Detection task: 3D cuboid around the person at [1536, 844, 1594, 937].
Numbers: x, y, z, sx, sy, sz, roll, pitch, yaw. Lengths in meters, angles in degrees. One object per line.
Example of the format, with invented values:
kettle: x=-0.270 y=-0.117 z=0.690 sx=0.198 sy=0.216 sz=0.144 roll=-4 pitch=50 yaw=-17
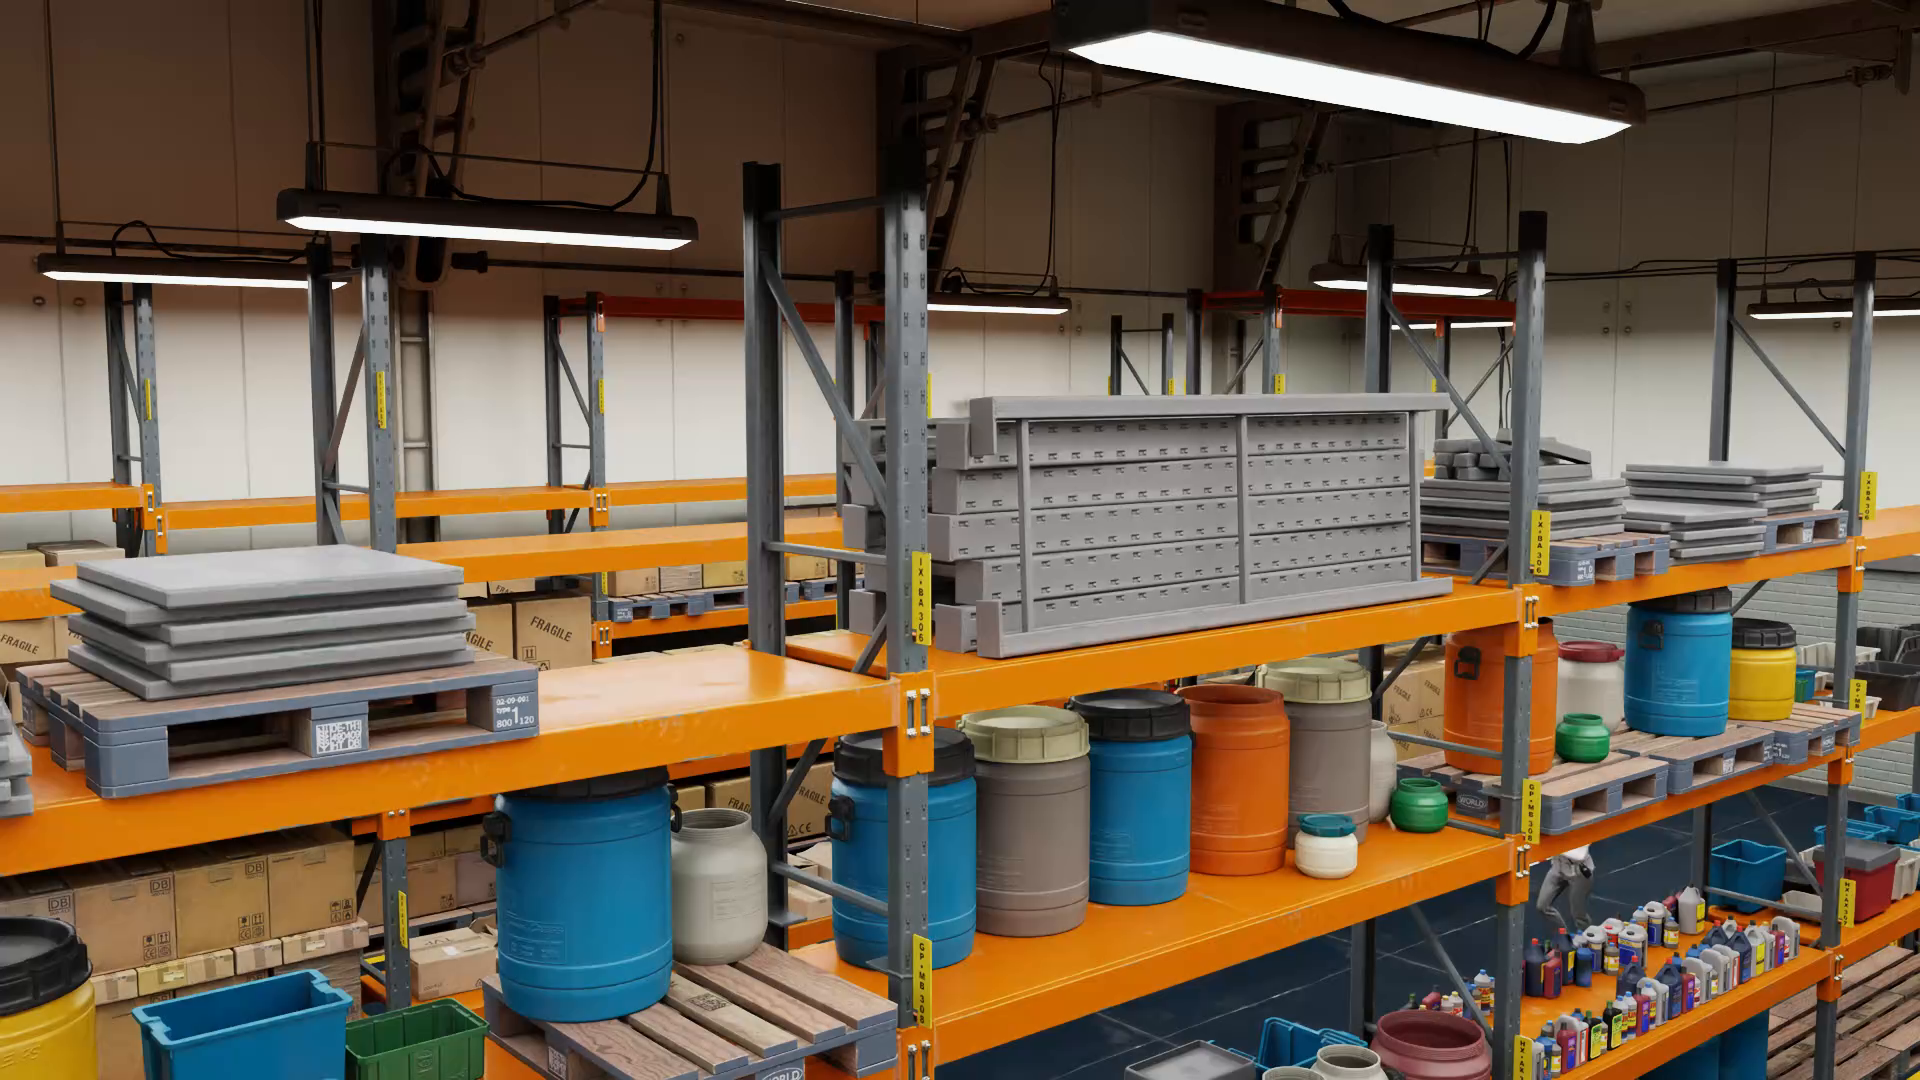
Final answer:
person: x=5.384 y=2.961 z=14.672 sx=0.832 sy=1.608 sz=0.574 roll=-3 pitch=6 yaw=-26
